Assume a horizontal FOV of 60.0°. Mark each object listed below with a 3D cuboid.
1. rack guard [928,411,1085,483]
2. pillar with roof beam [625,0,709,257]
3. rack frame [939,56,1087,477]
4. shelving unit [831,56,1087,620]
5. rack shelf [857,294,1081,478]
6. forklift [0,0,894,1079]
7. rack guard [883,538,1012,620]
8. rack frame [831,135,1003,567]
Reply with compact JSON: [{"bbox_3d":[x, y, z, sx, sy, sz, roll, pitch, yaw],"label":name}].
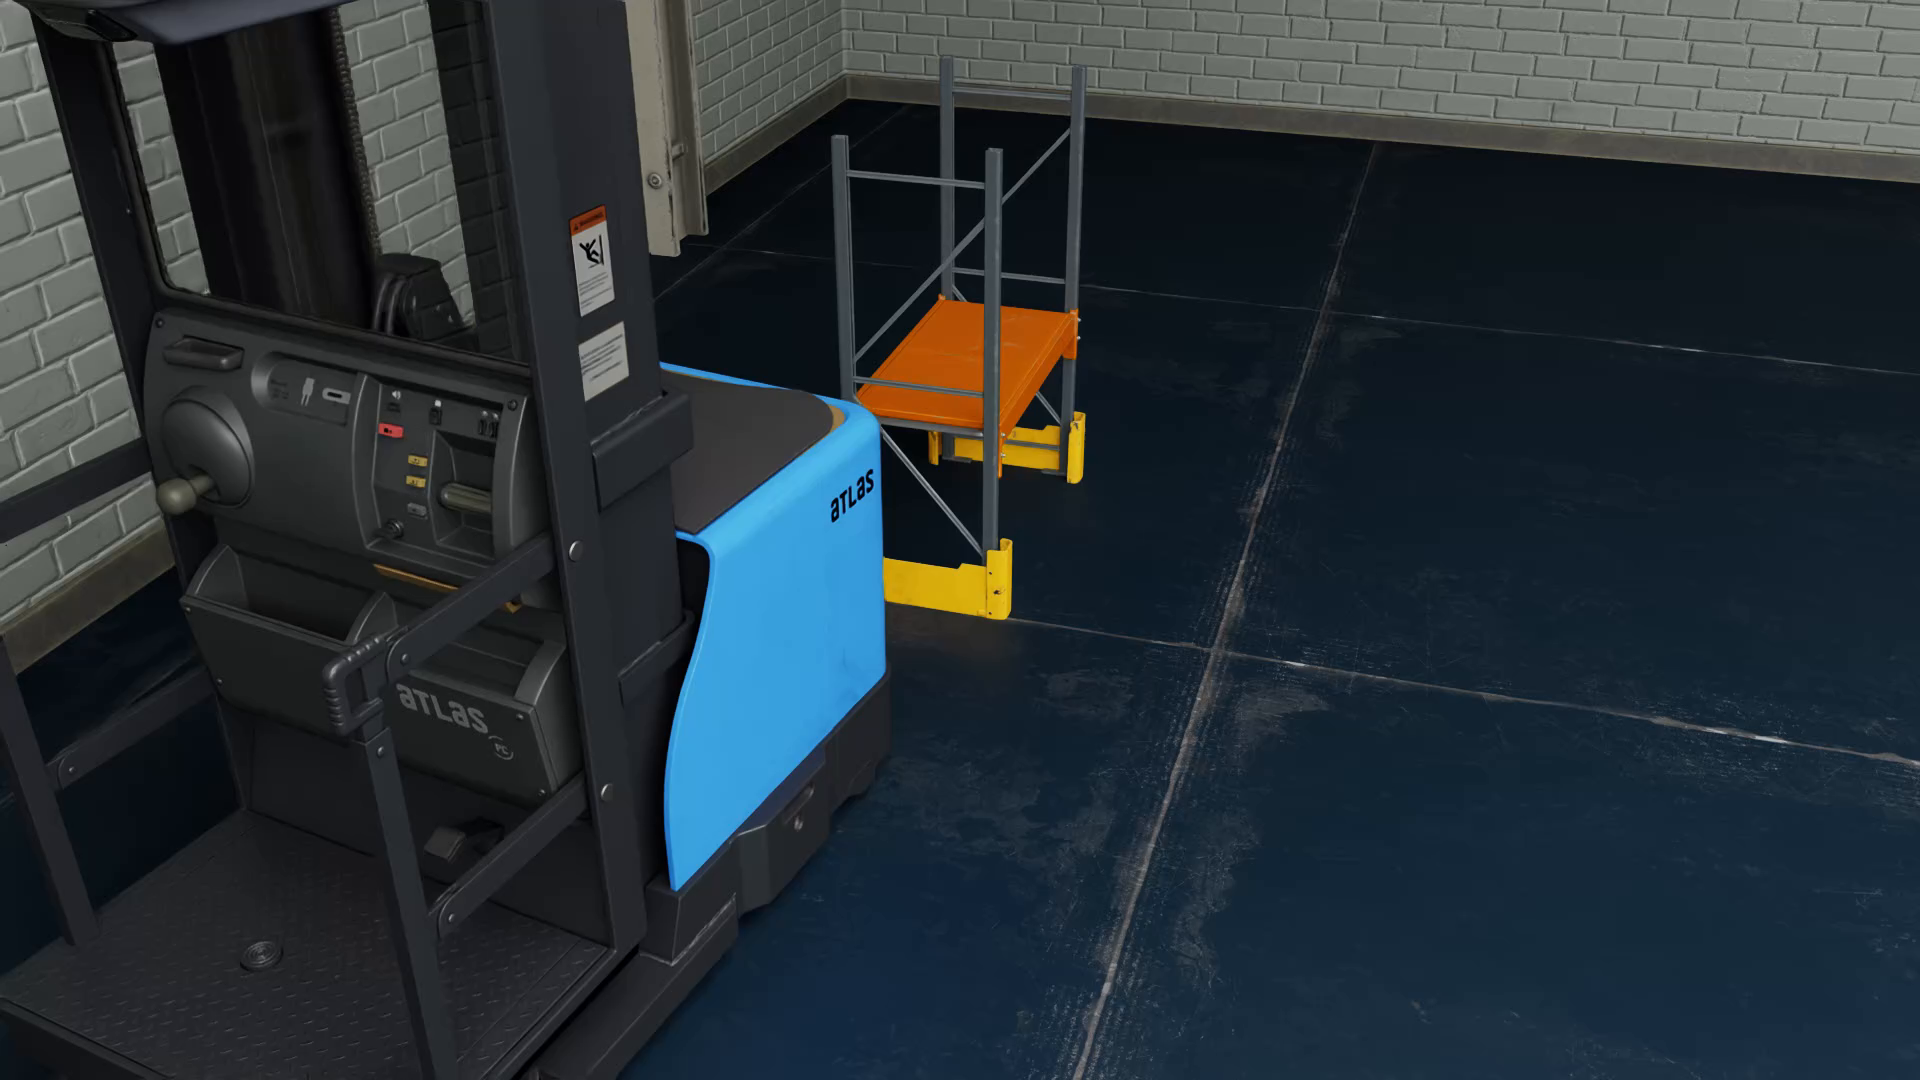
[{"bbox_3d":[0.169,-0.376,6.169,0.587,0.250,0.087,8,30,15],"label":"rack guard"},{"bbox_3d":[2.611,-4.843,5.199,9.100,9.000,0.400,8,30,15],"label":"pillar with roof beam"},{"bbox_3d":[0.174,-0.931,5.881,0.500,1.500,0.032,8,30,15],"label":"rack frame"},{"bbox_3d":[0.022,-0.691,5.449,0.587,1.500,1.083,8,30,15],"label":"shelving unit"},{"bbox_3d":[0.025,-0.538,5.544,0.538,0.185,1.000,8,30,15],"label":"rack shelf"},{"bbox_3d":[-1.290,-0.138,2.984,1.130,2.935,3.031,14,32,23],"label":"forklift"},{"bbox_3d":[-0.124,0.087,5.337,0.587,0.250,0.087,8,30,15],"label":"rack guard"},{"bbox_3d":[-0.124,-0.459,5.032,0.500,1.500,0.032,8,30,15],"label":"rack frame"}]
